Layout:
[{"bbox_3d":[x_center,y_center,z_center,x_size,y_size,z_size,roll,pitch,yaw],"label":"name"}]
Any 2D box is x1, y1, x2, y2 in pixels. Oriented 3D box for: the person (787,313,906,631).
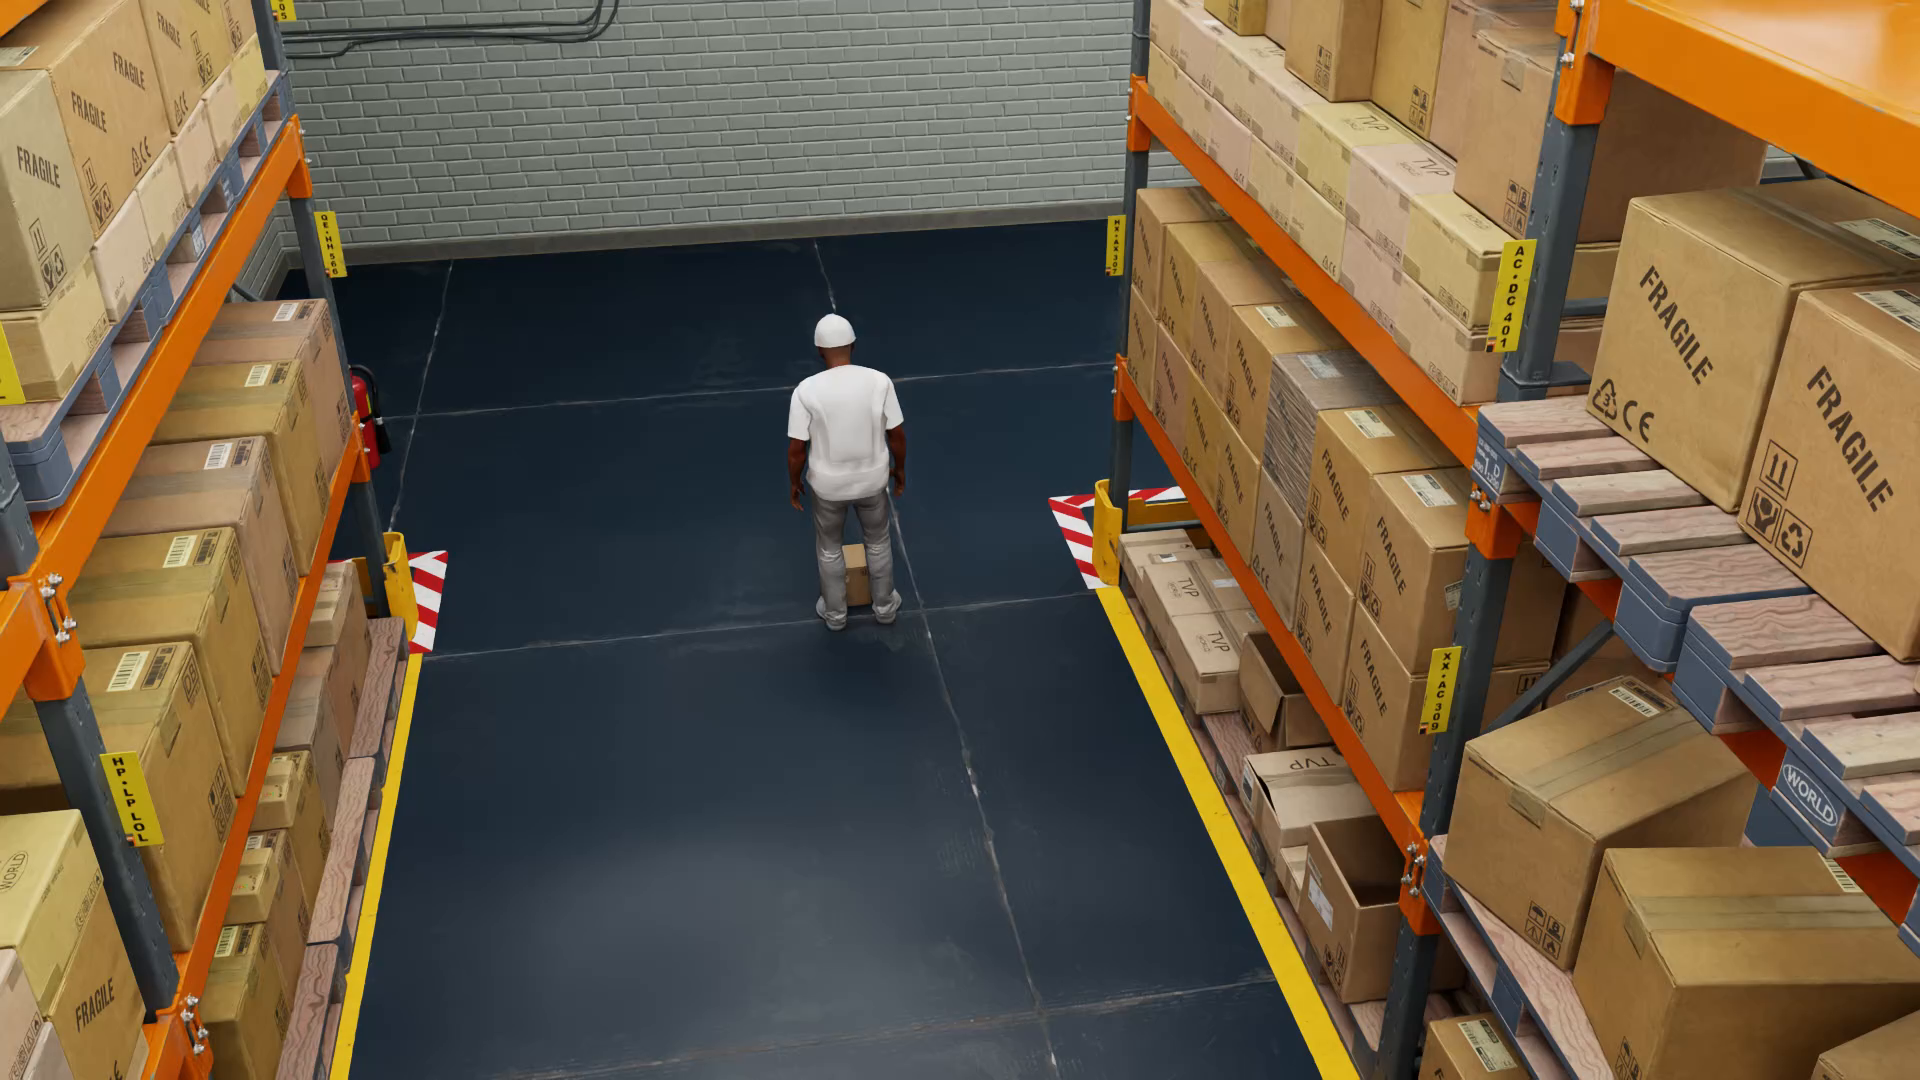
[{"bbox_3d":[-0.590,-0.335,8.690,0.626,1.759,0.463,-7,31,-11],"label":"person"}]
